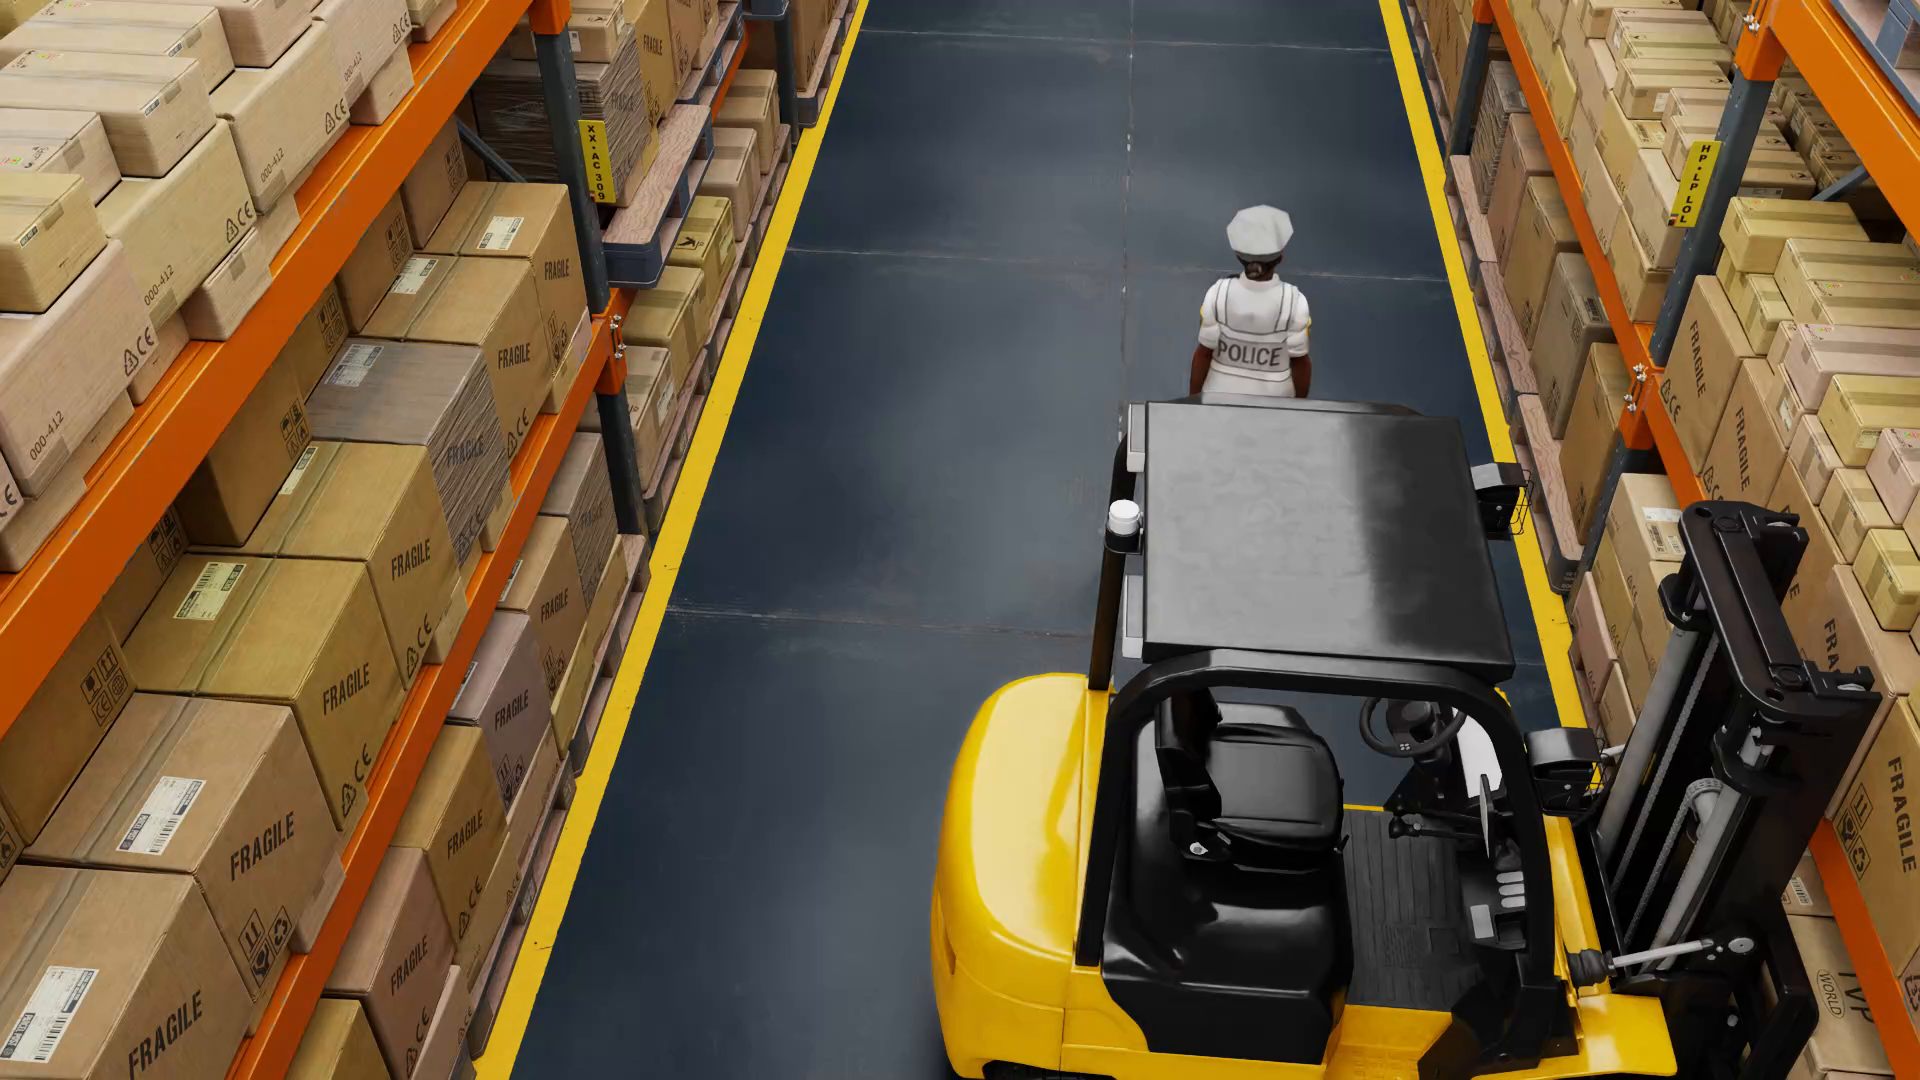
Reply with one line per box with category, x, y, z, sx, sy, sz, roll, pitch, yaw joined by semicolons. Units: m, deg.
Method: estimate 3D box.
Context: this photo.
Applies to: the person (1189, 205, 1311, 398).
person;1.181;-0.587;6.821;0.474;1.683;0.489;12;42;14
